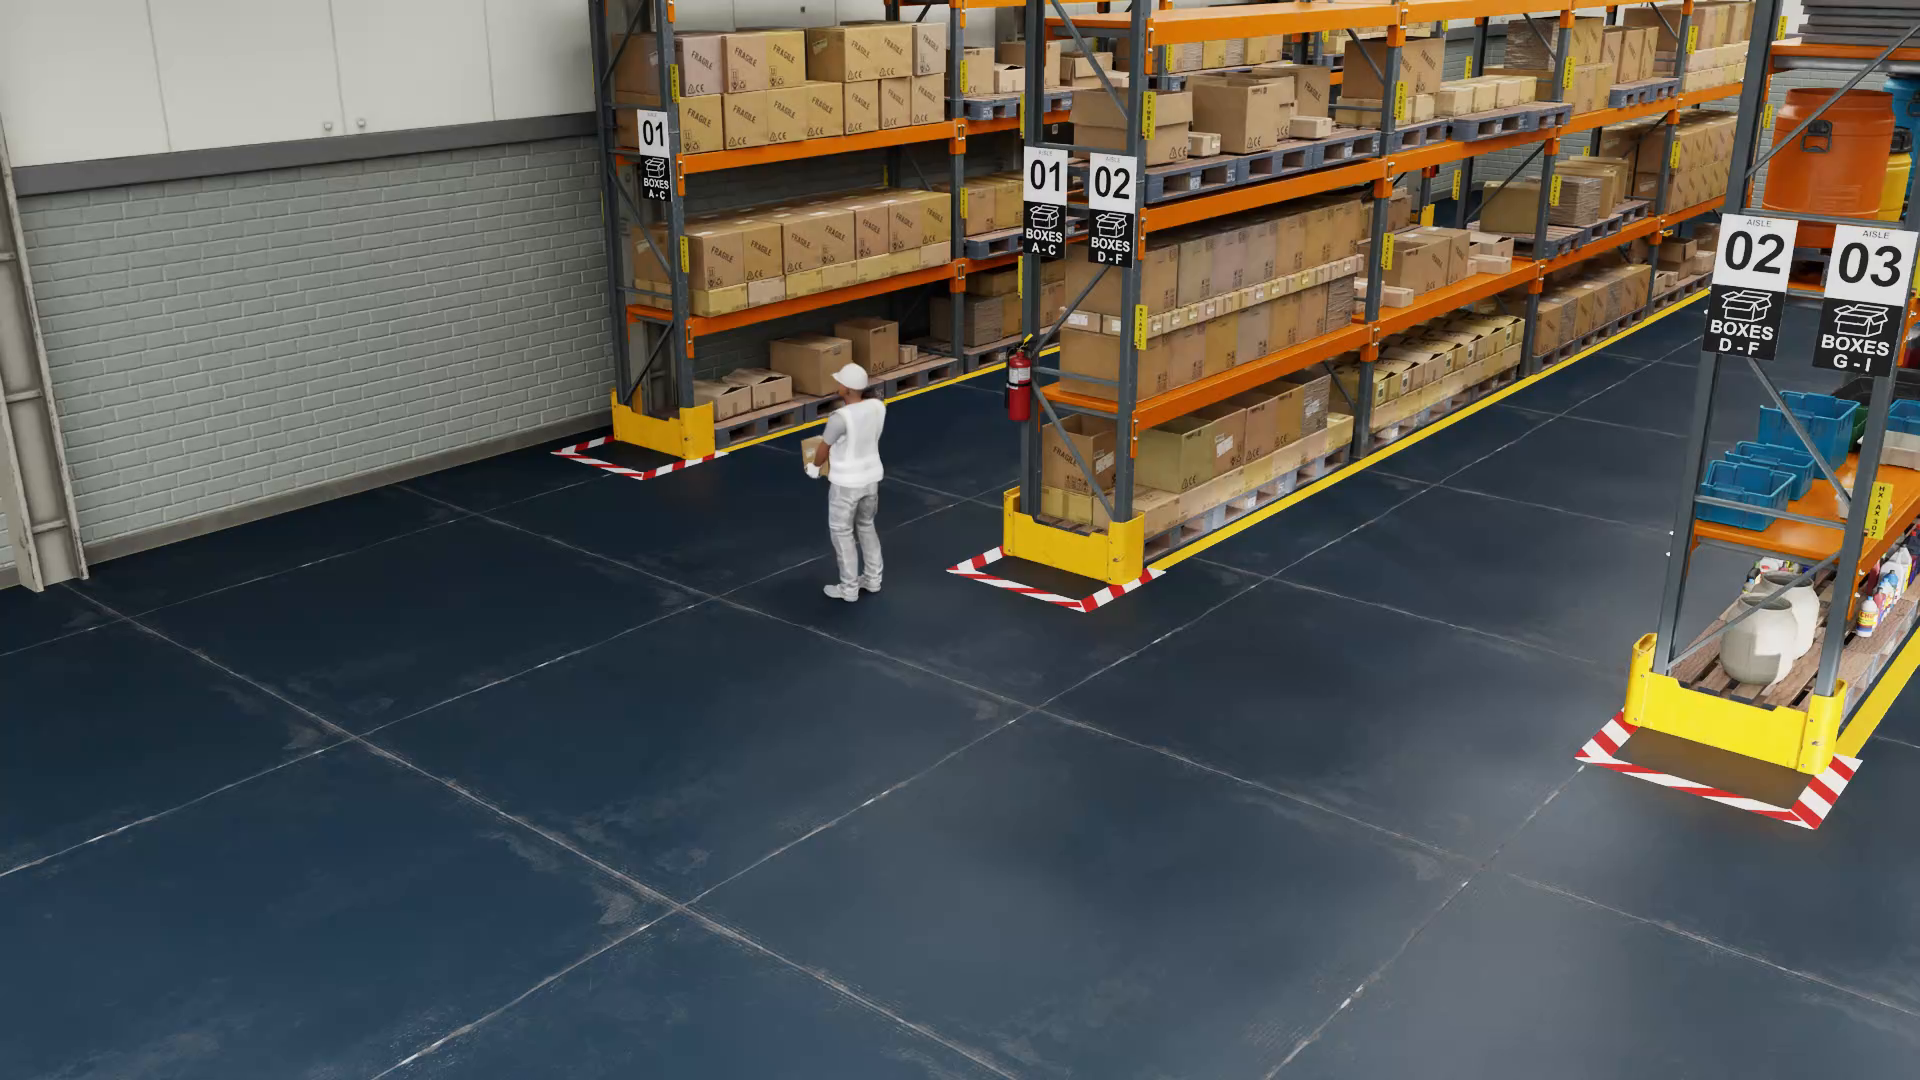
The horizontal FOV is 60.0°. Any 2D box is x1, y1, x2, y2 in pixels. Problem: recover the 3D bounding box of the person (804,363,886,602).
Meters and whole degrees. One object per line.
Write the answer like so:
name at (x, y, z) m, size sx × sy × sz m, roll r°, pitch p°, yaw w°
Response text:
person at (-0.863, -0.454, 12.292) m, size 0.565 × 1.781 × 0.489 m, roll 16°, pitch 25°, yaw 37°
